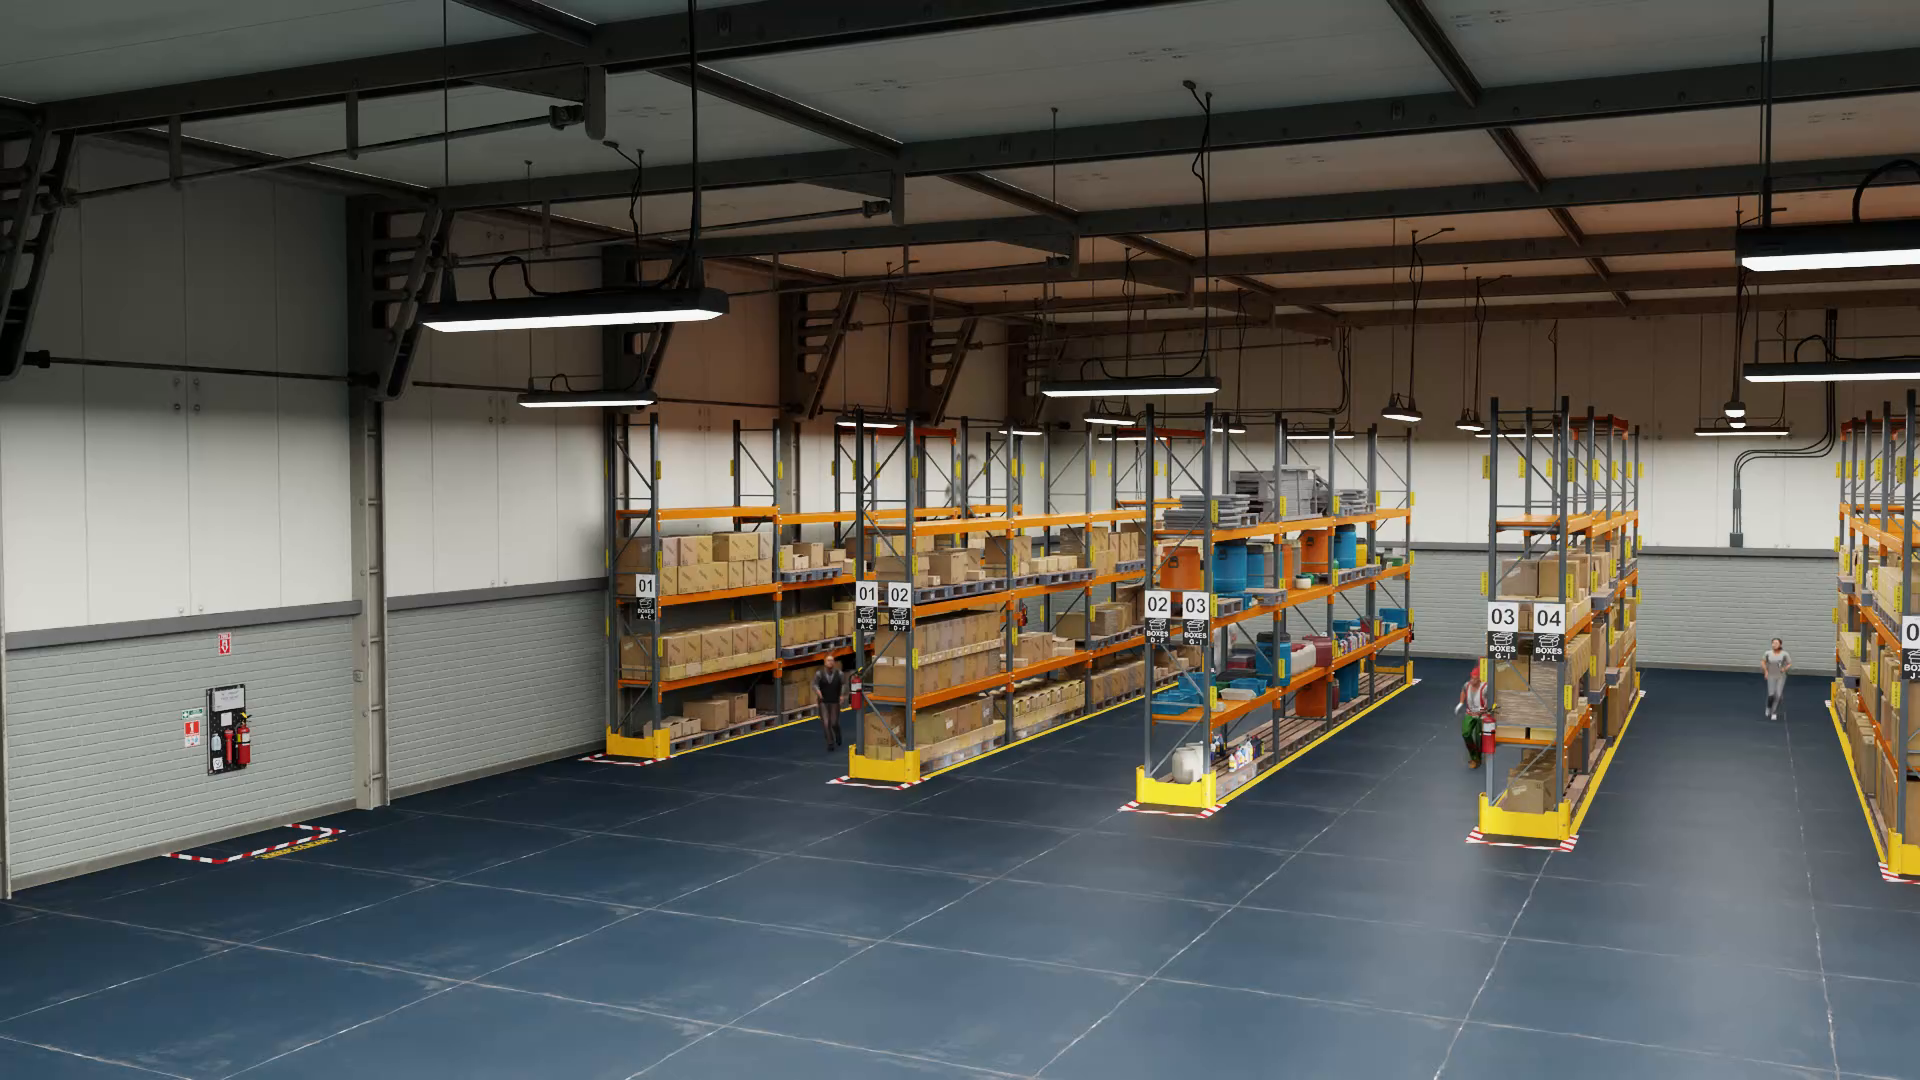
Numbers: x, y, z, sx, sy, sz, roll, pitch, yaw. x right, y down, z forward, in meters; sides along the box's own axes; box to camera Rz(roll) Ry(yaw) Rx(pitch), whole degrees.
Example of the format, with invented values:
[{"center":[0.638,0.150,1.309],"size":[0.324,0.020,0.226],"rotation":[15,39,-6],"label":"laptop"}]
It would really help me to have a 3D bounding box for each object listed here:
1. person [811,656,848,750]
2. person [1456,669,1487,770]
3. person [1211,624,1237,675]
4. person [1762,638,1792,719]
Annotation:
[{"center":[-2.334,2.913,29.670],"size":[0.648,1.690,0.606],"rotation":[0,2,-2],"label":"person"},{"center":[8.718,2.984,28.003],"size":[0.739,1.702,0.845],"rotation":[2,3,33],"label":"person"},{"center":[6.042,2.524,38.233],"size":[0.681,1.770,1.125],"rotation":[1,3,19],"label":"person"},{"center":[16.363,2.782,33.321],"size":[0.552,1.637,0.561],"rotation":[1,3,28],"label":"person"}]
